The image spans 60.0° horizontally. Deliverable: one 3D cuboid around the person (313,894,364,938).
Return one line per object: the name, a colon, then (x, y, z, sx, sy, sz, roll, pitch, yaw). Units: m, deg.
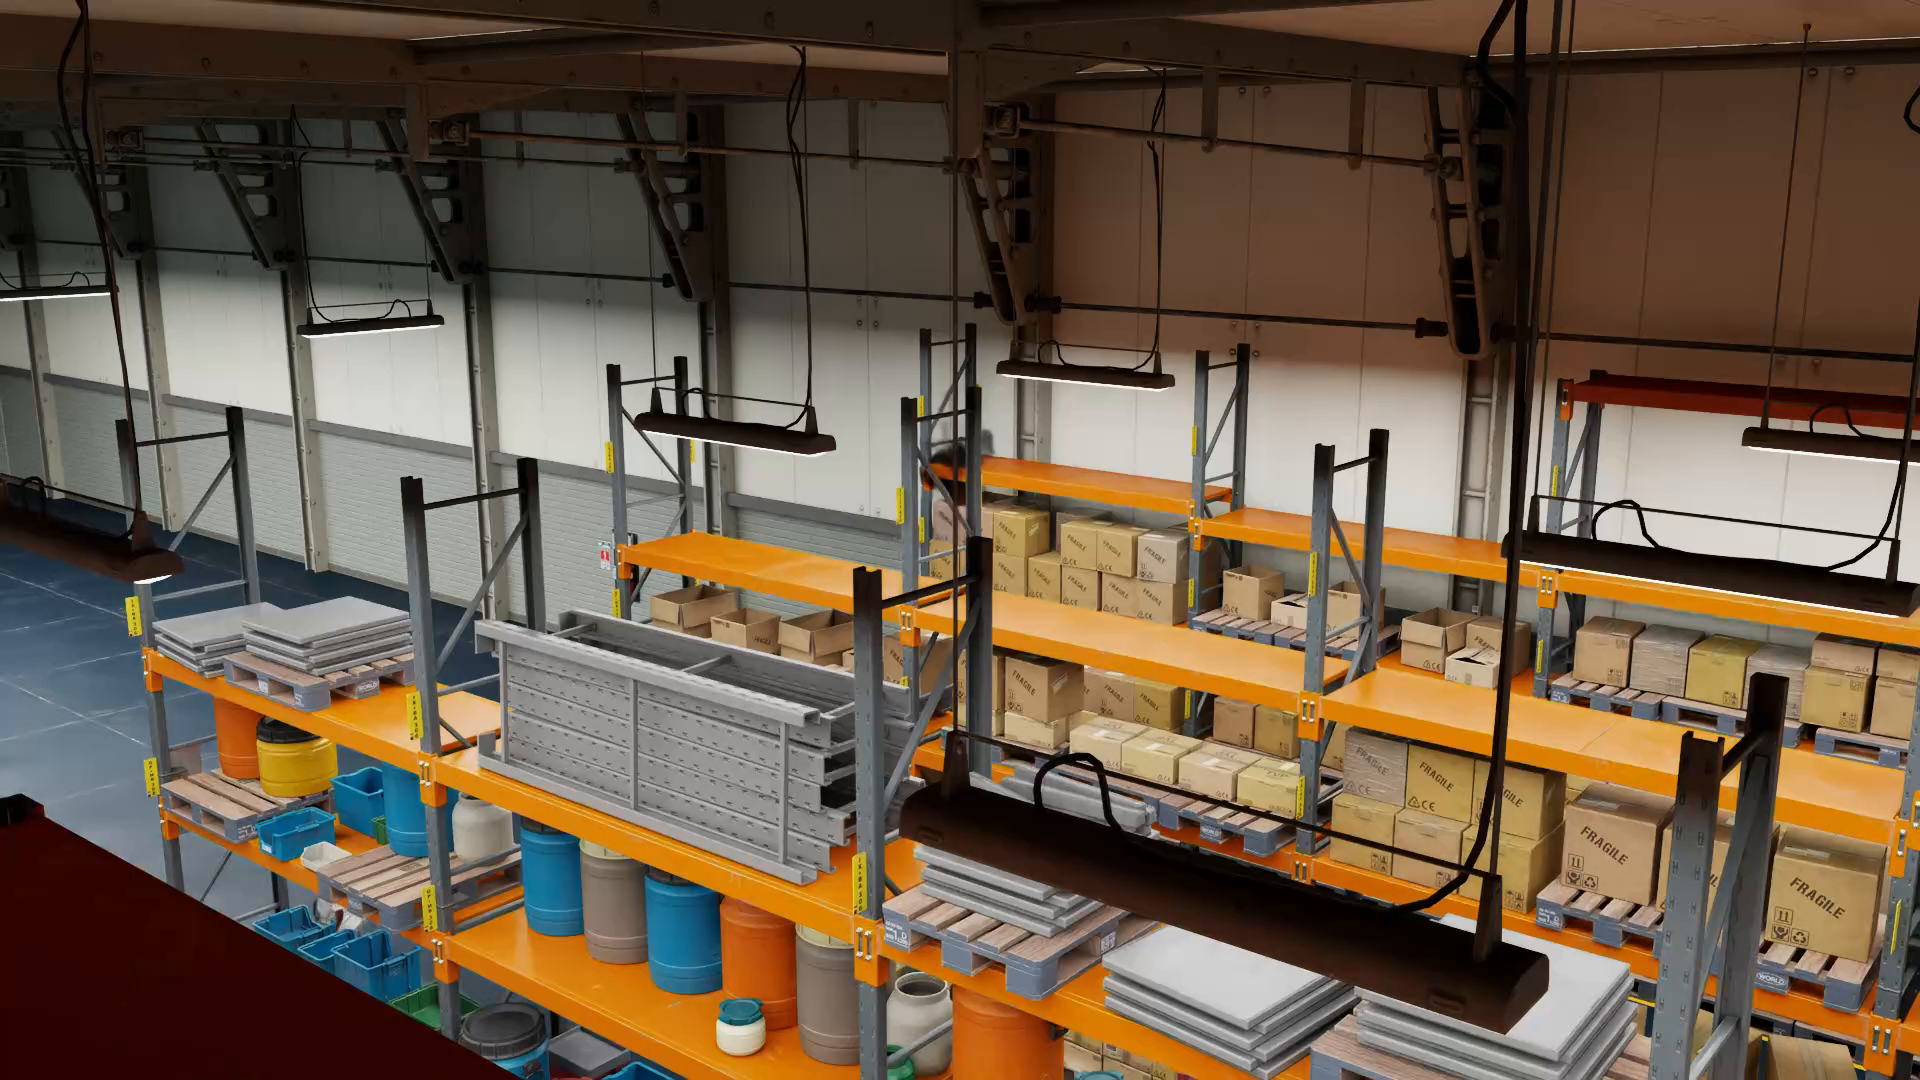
person: (-5.896, 3.753, 15.914, 0.686, 1.712, 0.660, 3, 13, 13)
